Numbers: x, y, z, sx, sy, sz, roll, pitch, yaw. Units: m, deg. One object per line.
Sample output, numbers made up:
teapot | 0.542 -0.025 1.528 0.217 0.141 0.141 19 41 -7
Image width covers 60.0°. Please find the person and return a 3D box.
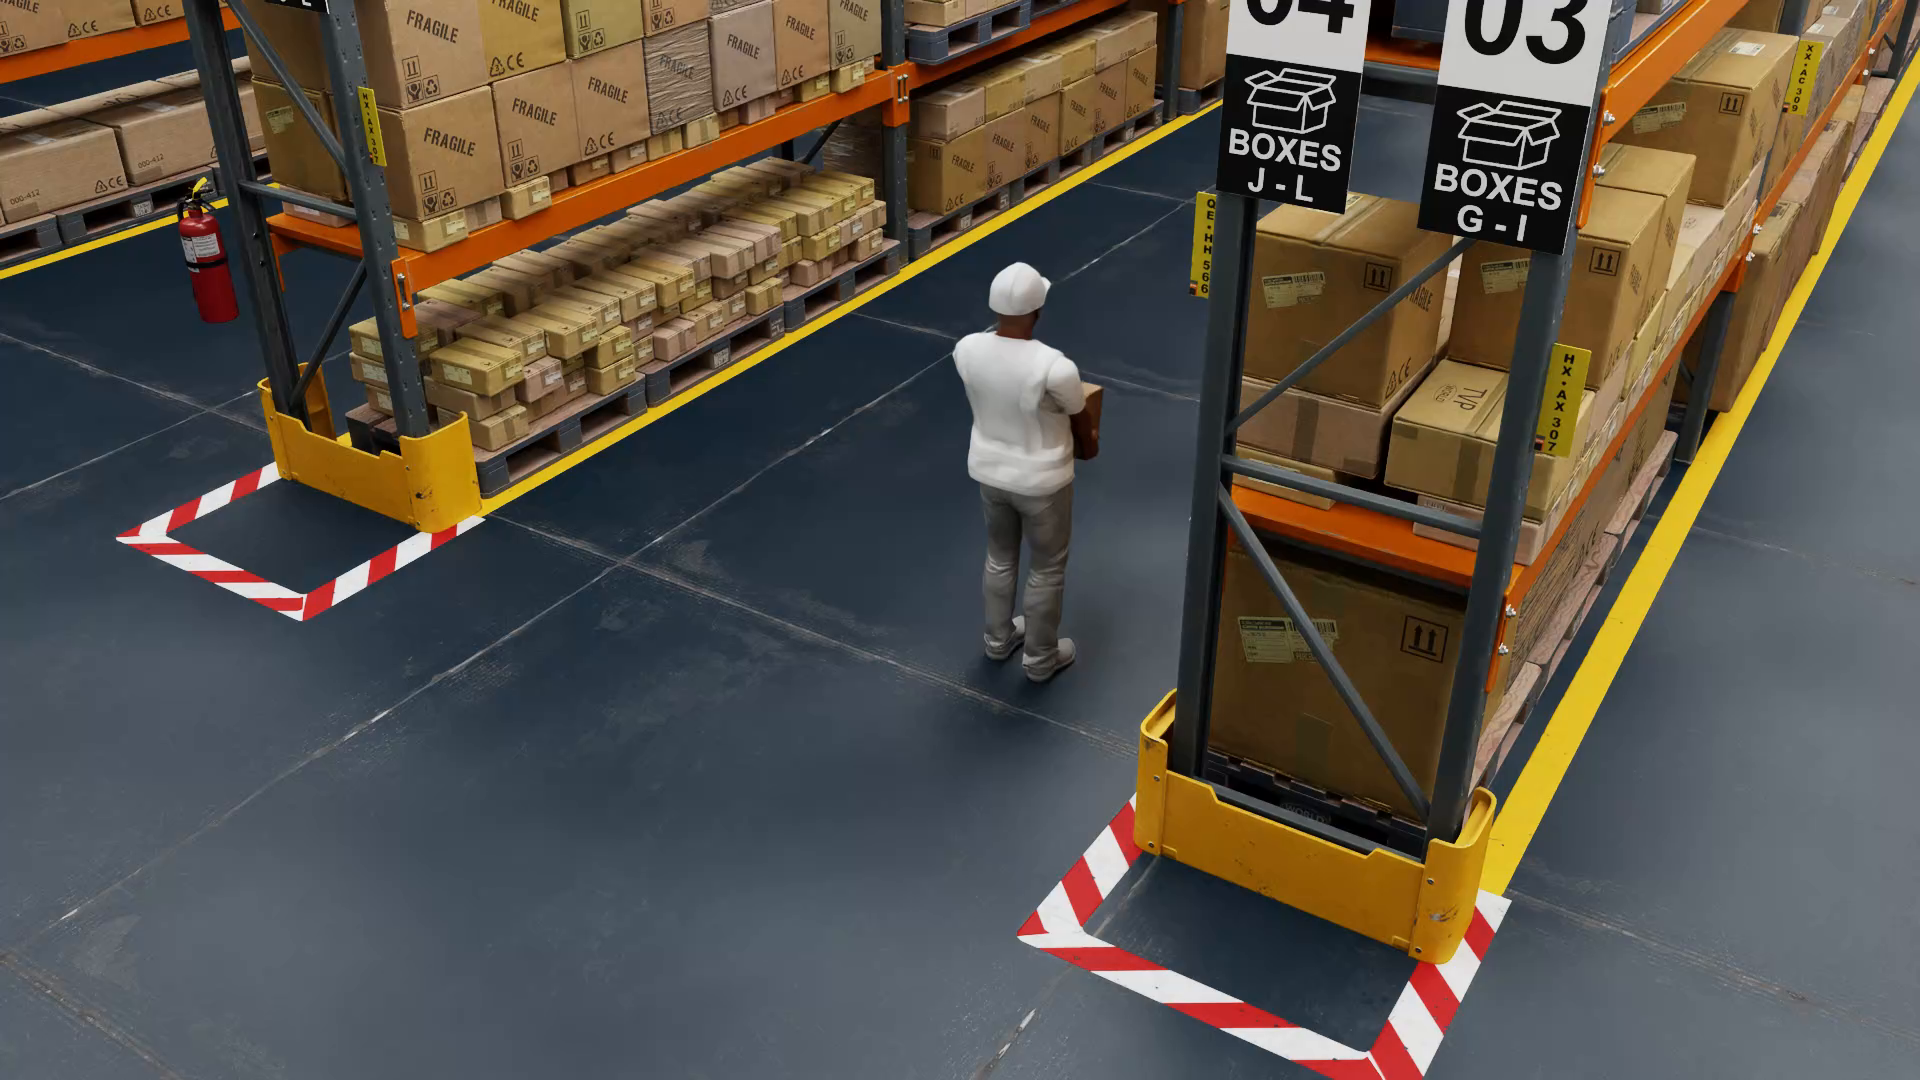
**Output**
person | 0.288 -0.299 6.622 0.504 1.762 0.563 18 35 28
